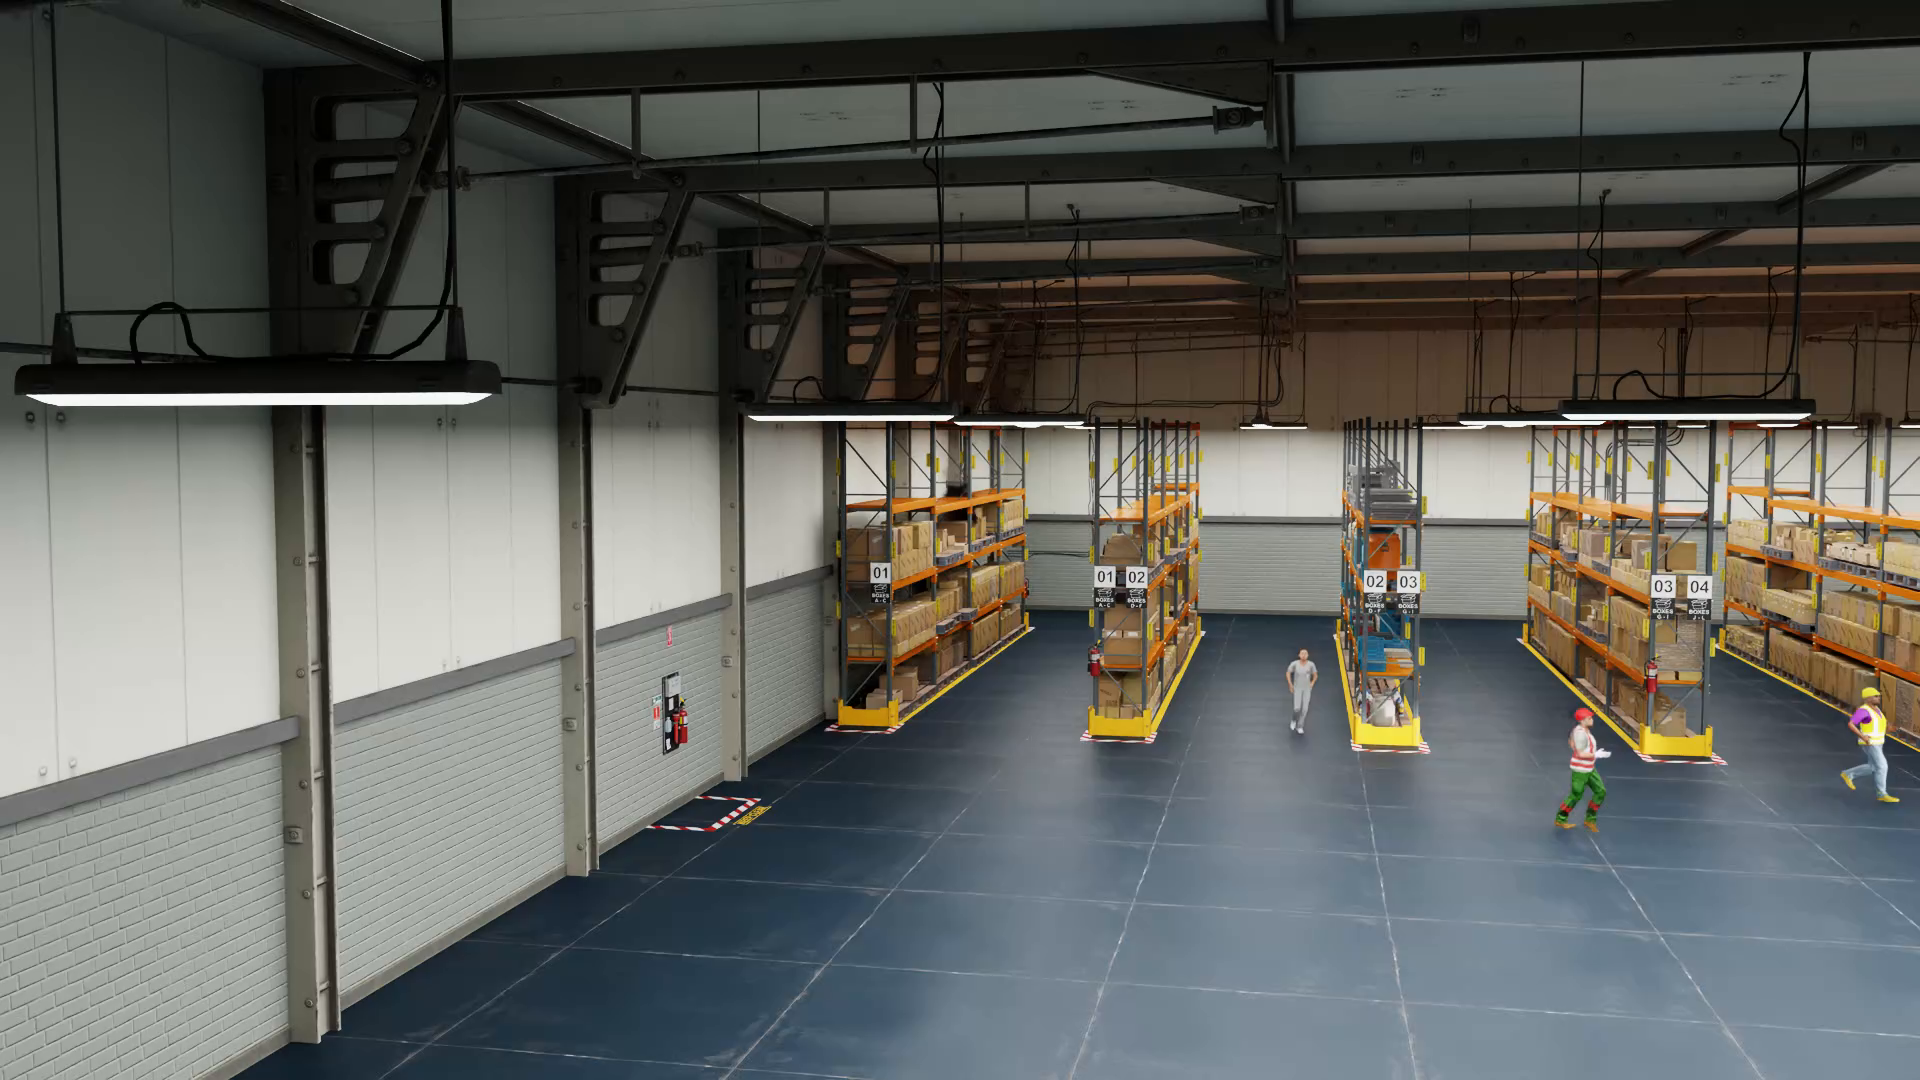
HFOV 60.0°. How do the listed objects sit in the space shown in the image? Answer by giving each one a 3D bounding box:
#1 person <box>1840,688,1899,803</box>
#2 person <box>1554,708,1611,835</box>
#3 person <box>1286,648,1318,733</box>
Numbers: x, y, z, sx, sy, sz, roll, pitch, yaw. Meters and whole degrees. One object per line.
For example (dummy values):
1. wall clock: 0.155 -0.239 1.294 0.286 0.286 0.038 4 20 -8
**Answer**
1. person: 14.168 3.167 25.885 0.714 1.745 0.907 -3 5 -41
2. person: 8.868 3.300 23.651 0.764 1.836 0.630 2 4 33
3. person: 6.509 2.867 31.580 0.572 1.615 0.537 0 4 2
